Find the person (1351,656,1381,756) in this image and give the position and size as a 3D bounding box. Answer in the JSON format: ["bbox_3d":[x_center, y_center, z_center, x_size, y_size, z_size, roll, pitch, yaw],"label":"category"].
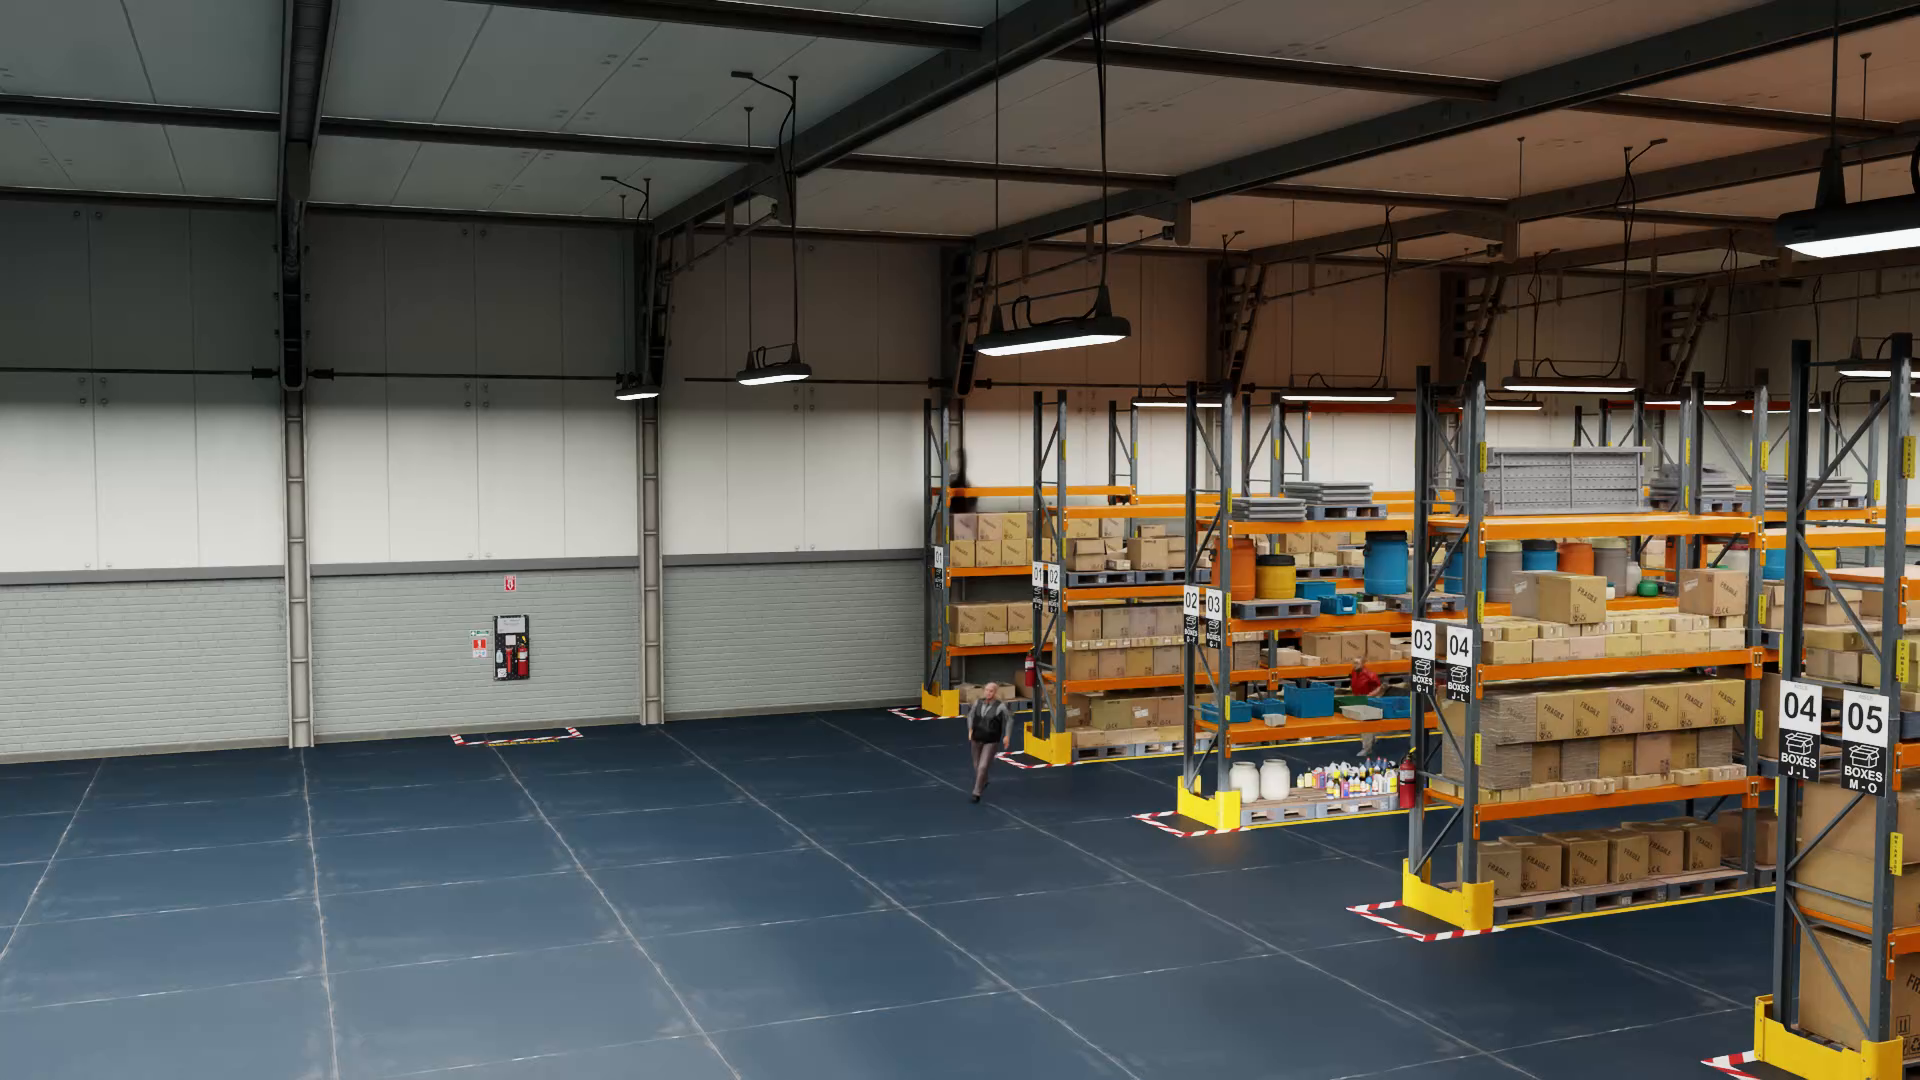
[{"bbox_3d":[6.689,2.728,27.391,0.717,1.659,0.632,-3,4,-41],"label":"person"}]

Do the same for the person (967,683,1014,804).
[{"bbox_3d":[0.394,2.882,23.700,0.697,1.701,0.977,1,4,23],"label":"person"}]
